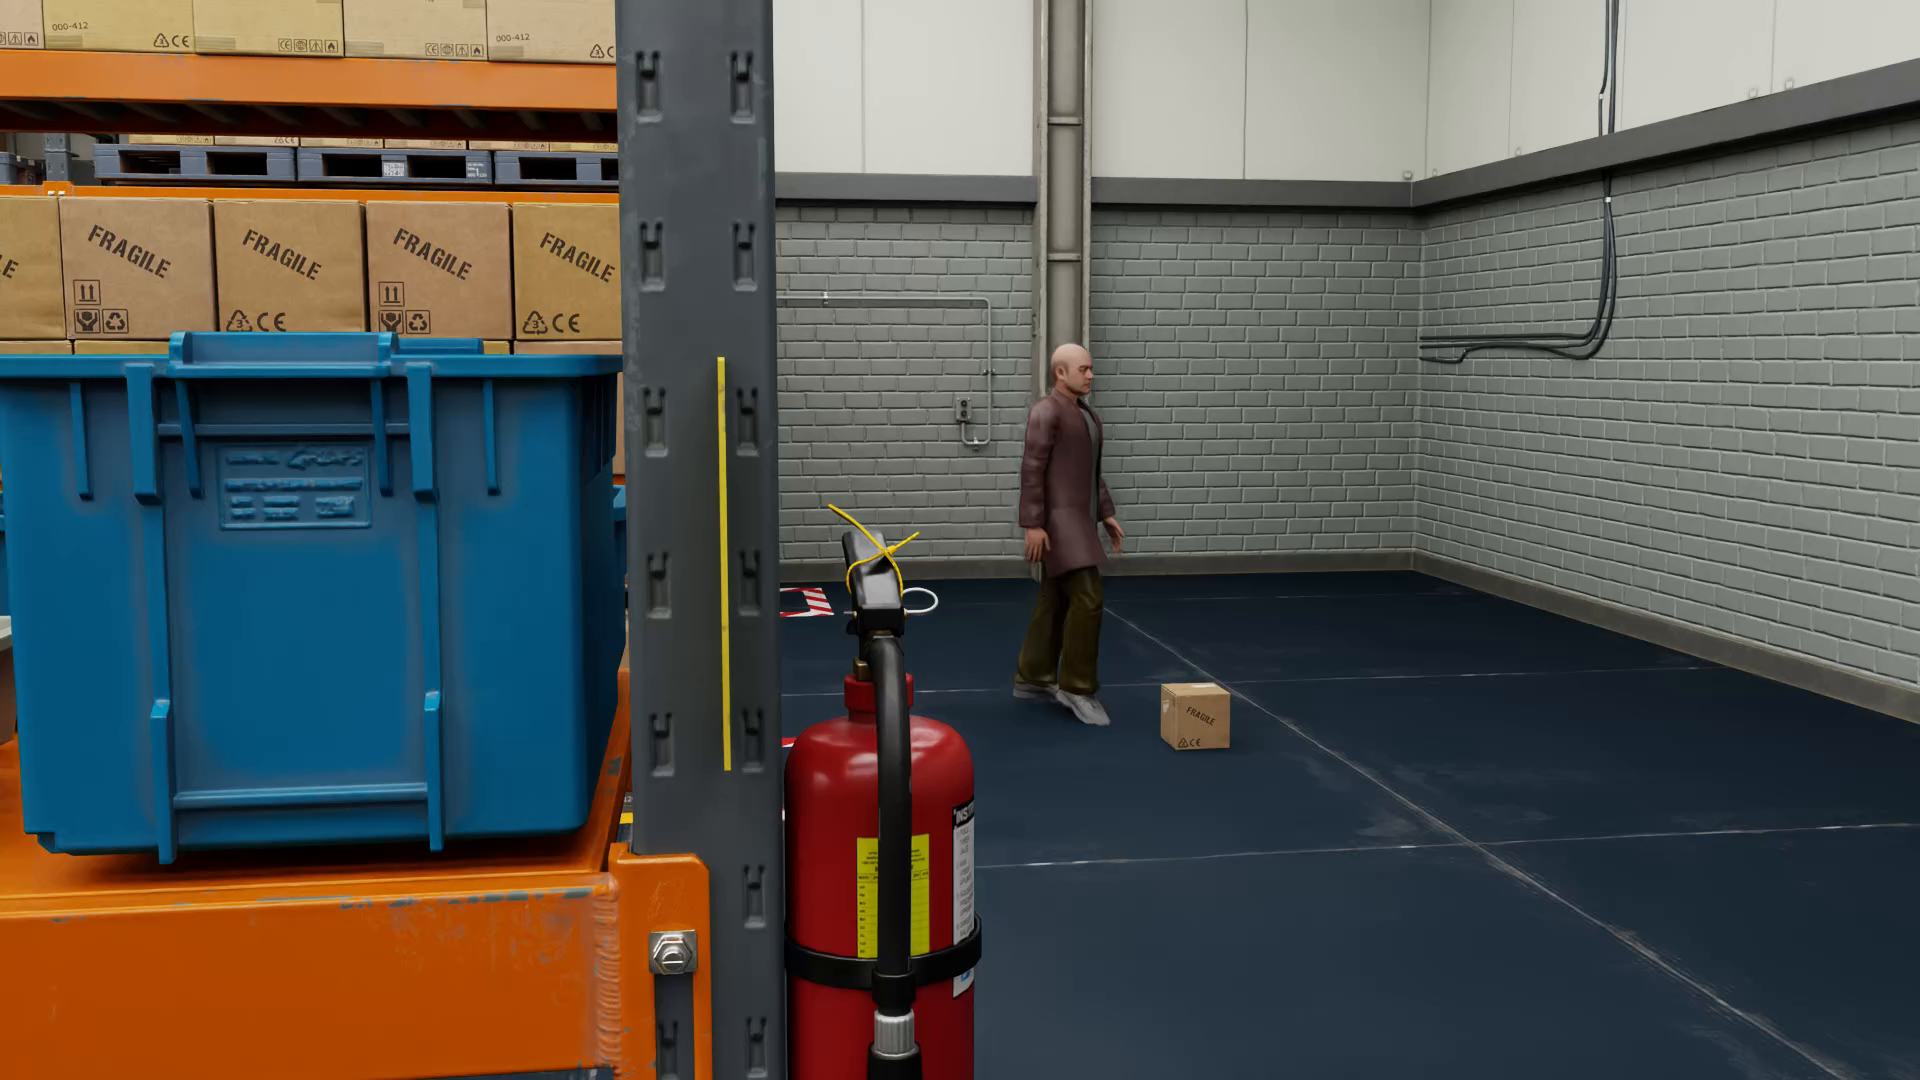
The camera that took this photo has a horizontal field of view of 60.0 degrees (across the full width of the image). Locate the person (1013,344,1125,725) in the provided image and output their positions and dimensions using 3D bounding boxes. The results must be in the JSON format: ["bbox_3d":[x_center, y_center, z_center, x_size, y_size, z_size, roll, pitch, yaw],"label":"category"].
[{"bbox_3d":[0.529,-0.037,8.127,0.575,1.830,0.616,2,7,21],"label":"person"}]
